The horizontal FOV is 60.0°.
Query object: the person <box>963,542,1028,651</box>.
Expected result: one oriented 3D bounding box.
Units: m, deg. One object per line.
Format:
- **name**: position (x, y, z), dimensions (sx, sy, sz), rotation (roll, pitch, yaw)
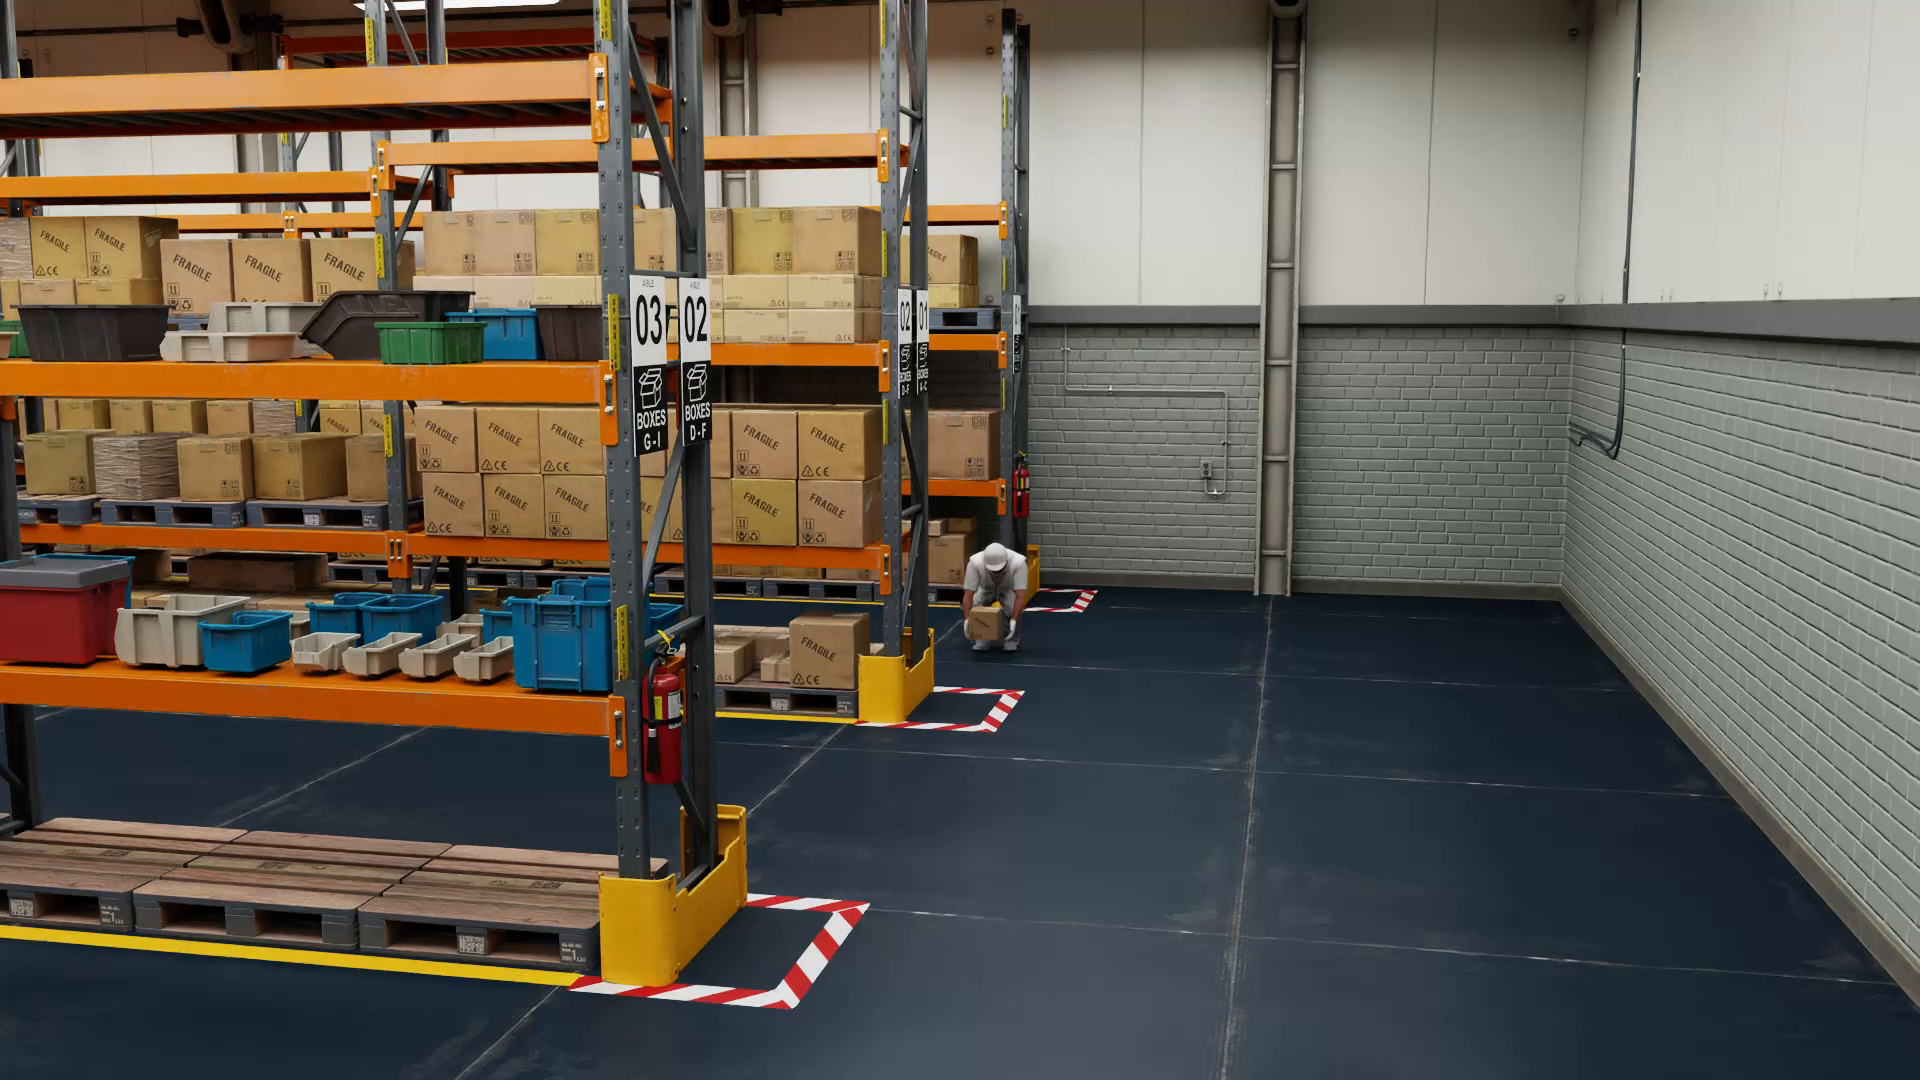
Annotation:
- **person**: position (0.344, 0.494, 14.903), dimensions (0.572, 1.038, 0.904), rotation (2, 8, 11)
